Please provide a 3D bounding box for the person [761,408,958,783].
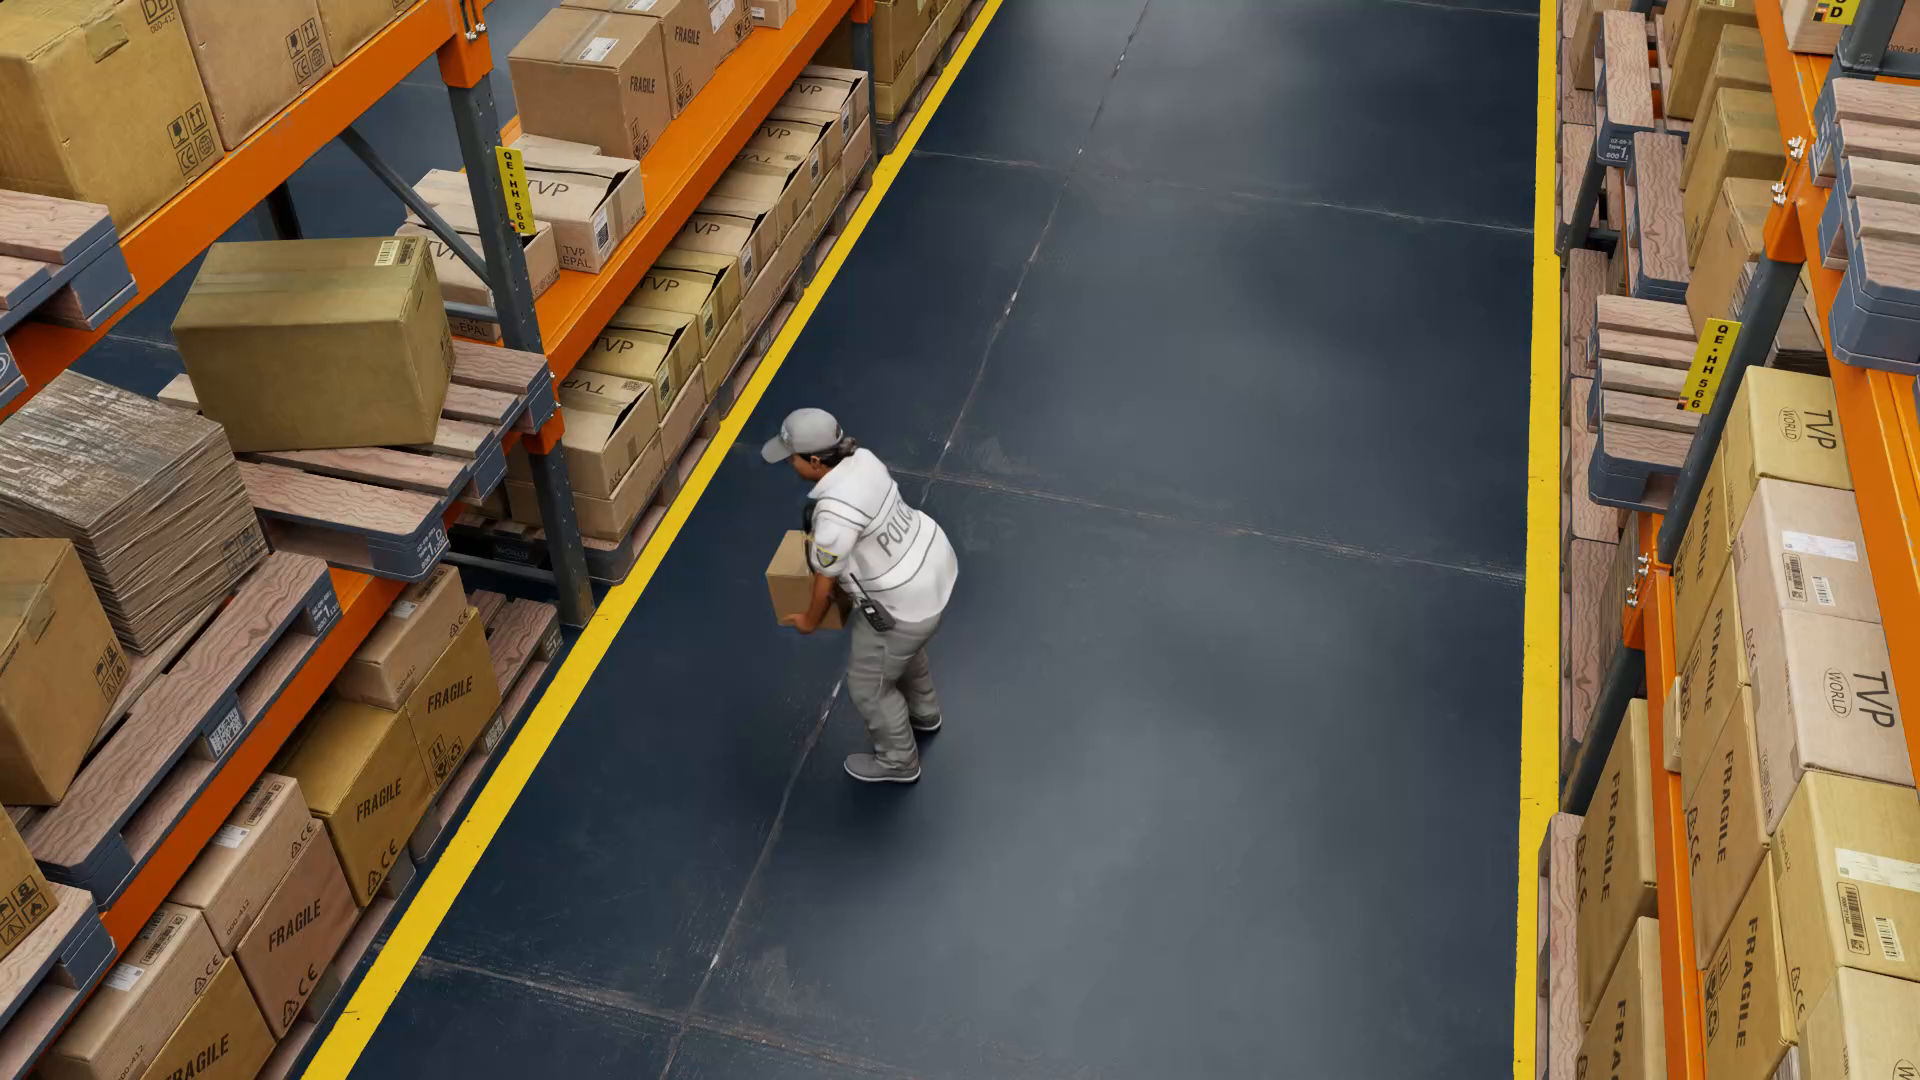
[{"bbox_3d":[-0.343,0.200,5.990,0.654,1.594,0.452,9,42,10],"label":"person"}]
